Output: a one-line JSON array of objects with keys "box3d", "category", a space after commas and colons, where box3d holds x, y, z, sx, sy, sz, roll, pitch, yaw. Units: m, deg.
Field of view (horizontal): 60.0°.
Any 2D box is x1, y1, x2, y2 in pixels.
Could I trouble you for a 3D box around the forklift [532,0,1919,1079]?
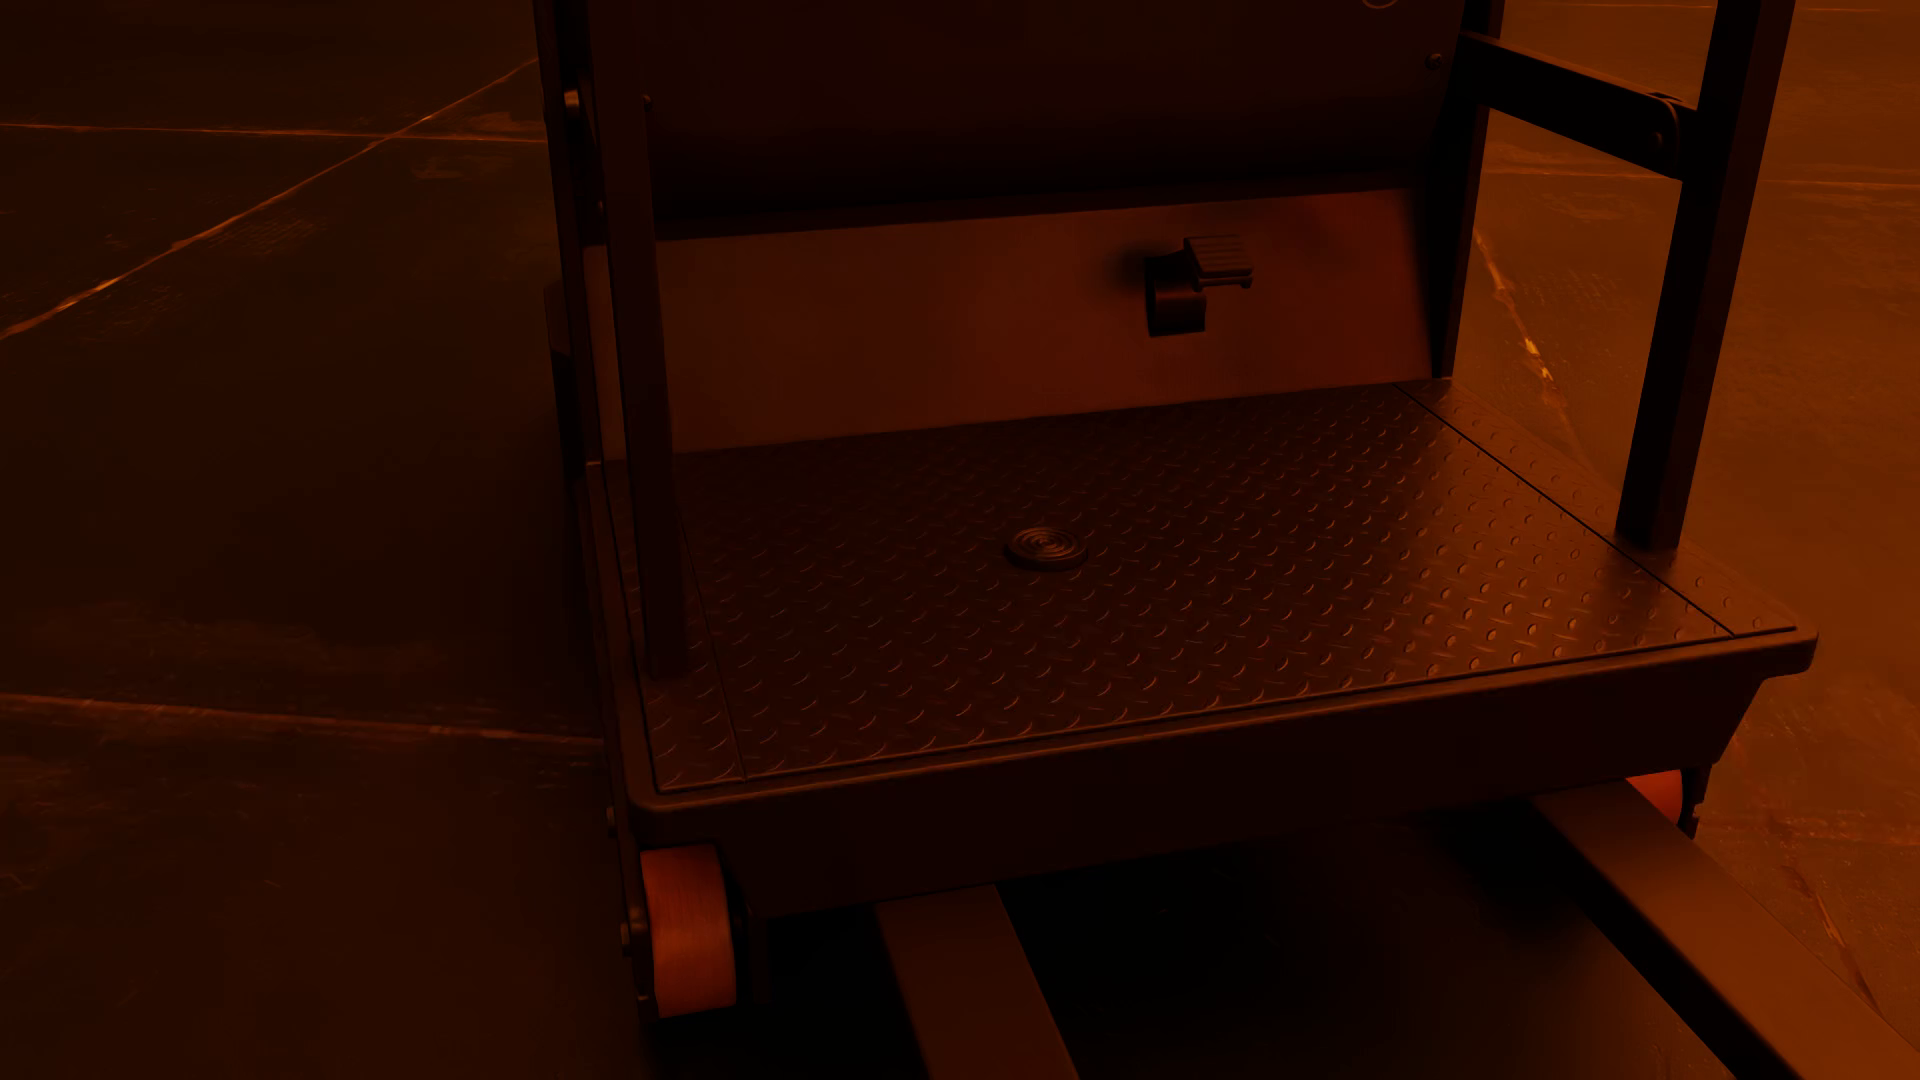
[{"box3d": [0.153, -1.049, 1.319, 1.130, 2.935, 3.031, -7, 27, -13], "category": "forklift"}]
